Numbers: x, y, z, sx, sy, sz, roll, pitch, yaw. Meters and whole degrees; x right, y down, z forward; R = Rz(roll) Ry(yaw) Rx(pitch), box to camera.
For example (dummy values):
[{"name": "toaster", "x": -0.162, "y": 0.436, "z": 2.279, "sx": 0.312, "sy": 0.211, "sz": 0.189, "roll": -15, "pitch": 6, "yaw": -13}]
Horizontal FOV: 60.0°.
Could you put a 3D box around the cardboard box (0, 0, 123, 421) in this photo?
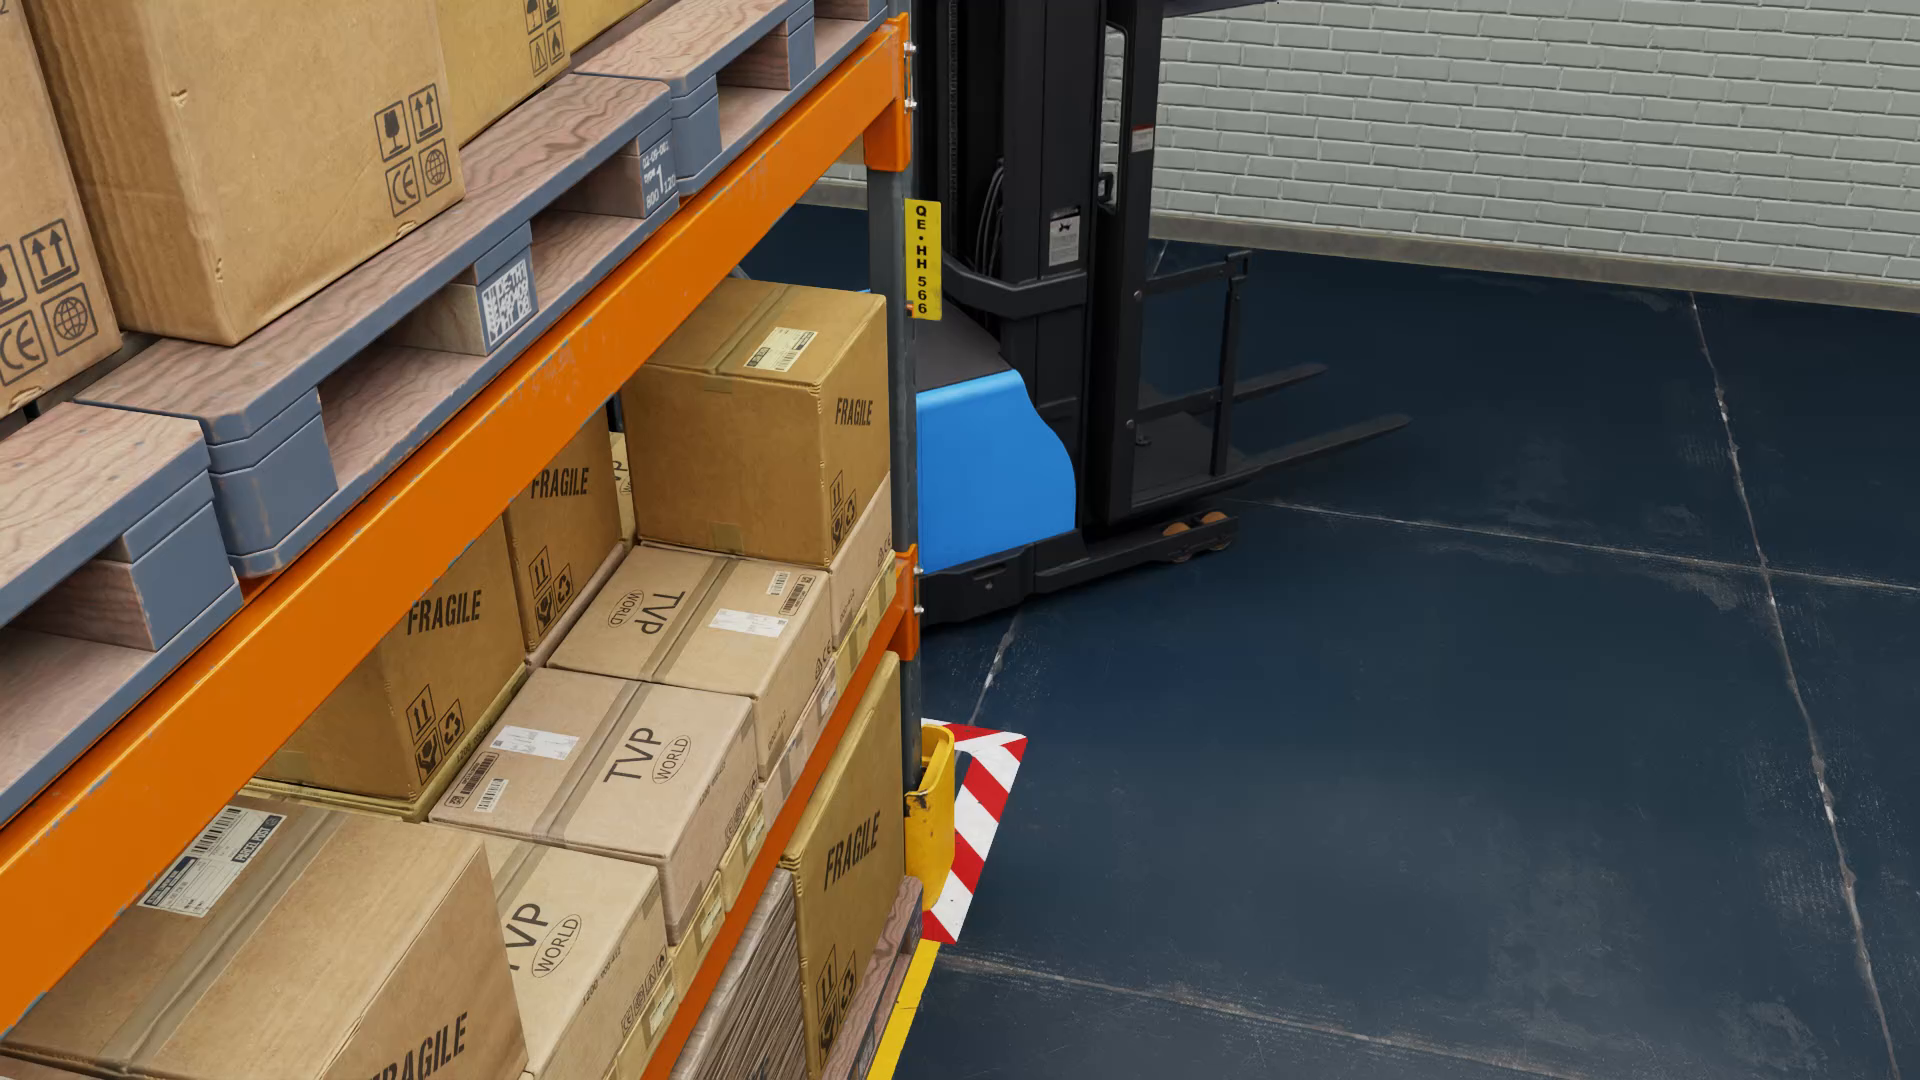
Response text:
[{"name": "cardboard box", "x": -1.352, "y": -0.357, "z": 1.642, "sx": 0.700, "sy": 0.500, "sz": 0.500, "roll": 10, "pitch": 34, "yaw": 15}]

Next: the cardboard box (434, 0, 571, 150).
[{"name": "cardboard box", "x": -1.042, "y": -0.913, "z": 2.516, "sx": 0.700, "sy": 0.500, "sz": 0.500, "roll": 6, "pitch": 33, "yaw": 9}]

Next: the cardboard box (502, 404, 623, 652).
[{"name": "cardboard box", "x": -1.128, "y": -0.120, "z": 3.806, "sx": 0.500, "sy": 0.500, "sz": 0.500, "roll": 7, "pitch": 33, "yaw": 11}]

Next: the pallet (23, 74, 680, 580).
[{"name": "pallet", "x": -1.104, "y": -0.420, "z": 2.401, "sx": 1.003, "sy": 0.211, "sz": 1.213, "roll": 8, "pitch": 33, "yaw": 12}]

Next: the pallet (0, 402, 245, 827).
[{"name": "pallet", "x": -1.416, "y": 0.211, "z": 1.408, "sx": 1.003, "sy": 0.211, "sz": 1.213, "roll": 8, "pitch": 33, "yaw": 12}]

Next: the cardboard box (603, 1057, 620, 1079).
[{"name": "cardboard box", "x": -0.843, "y": 1.052, "z": 3.034, "sx": 0.380, "sy": 0.149, "sz": 0.250, "roll": 7, "pitch": 33, "yaw": 11}]

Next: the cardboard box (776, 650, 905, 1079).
[{"name": "cardboard box", "x": -0.704, "y": 0.850, "z": 4.707, "sx": 0.875, "sy": 0.875, "sz": 0.875, "roll": 8, "pitch": 33, "yaw": 12}]

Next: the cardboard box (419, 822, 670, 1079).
[{"name": "cardboard box", "x": -0.871, "y": 0.811, "z": 3.041, "sx": 0.500, "sy": 0.250, "sz": 0.500, "roll": 8, "pitch": 33, "yaw": 12}]

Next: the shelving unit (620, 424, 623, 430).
[{"name": "shelving unit", "x": -0.926, "y": -0.264, "z": 6.258, "sx": 0.587, "sy": 1.500, "sz": 1.083, "roll": -19, "pitch": 37, "yaw": -25}]

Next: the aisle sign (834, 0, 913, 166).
[{"name": "aisle sign", "x": -0.310, "y": -1.306, "z": 4.086, "sx": 0.394, "sy": 0.787, "sz": 0.004, "roll": 8, "pitch": 33, "yaw": 12}]

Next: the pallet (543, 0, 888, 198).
[{"name": "pallet", "x": -0.797, "y": -1.055, "z": 3.400, "sx": 1.003, "sy": 0.211, "sz": 1.213, "roll": 8, "pitch": 33, "yaw": 12}]

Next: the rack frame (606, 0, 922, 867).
[{"name": "rack frame", "x": -0.619, "y": -0.213, "z": 4.789, "sx": 1.000, "sy": 3.000, "sz": 0.127, "roll": 8, "pitch": 33, "yaw": 12}]

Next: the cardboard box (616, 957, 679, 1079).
[{"name": "cardboard box", "x": -0.779, "y": 0.916, "z": 3.247, "sx": 0.380, "sy": 0.149, "sz": 0.250, "roll": 9, "pitch": 33, "yaw": 13}]

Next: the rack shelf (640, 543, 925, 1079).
[{"name": "rack shelf", "x": -1.126, "y": 1.129, "z": 3.349, "sx": 1.077, "sy": 0.370, "sz": 4.000, "roll": 8, "pitch": 33, "yaw": 12}]

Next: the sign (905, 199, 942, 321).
[{"name": "sign", "x": -0.097, "y": -0.720, "z": 4.287, "sx": 0.100, "sy": 0.325, "sz": 0.005, "roll": 8, "pitch": 33, "yaw": 12}]

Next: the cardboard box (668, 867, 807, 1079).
[{"name": "cardboard box", "x": -0.935, "y": 1.322, "z": 3.964, "sx": 0.875, "sy": 0.875, "sz": 0.875, "roll": 8, "pitch": 33, "yaw": 12}]

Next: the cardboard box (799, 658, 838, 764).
[{"name": "cardboard box", "x": -0.520, "y": 0.389, "z": 4.077, "sx": 0.380, "sy": 0.149, "sz": 0.250, "roll": 8, "pitch": 33, "yaw": 12}]

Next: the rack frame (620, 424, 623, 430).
[{"name": "rack frame", "x": -1.184, "y": -0.493, "z": 6.619, "sx": 0.500, "sy": 1.500, "sz": 0.032, "roll": -19, "pitch": 37, "yaw": -25}]

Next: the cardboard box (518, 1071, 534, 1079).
[{"name": "cardboard box", "x": -1.004, "y": 1.066, "z": 2.640, "sx": 0.500, "sy": 0.250, "sz": 0.500, "roll": 9, "pitch": 33, "yaw": 14}]

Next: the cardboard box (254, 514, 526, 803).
[{"name": "cardboard box", "x": -1.254, "y": 0.150, "z": 3.382, "sx": 0.500, "sy": 0.500, "sz": 0.500, "roll": 7, "pitch": 33, "yaw": 11}]

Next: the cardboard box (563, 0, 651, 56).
[{"name": "cardboard box", "x": -0.958, "y": -1.188, "z": 2.948, "sx": 0.700, "sy": 0.500, "sz": 0.500, "roll": 7, "pitch": 33, "yaw": 11}]

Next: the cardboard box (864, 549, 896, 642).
[{"name": "cardboard box", "x": -0.390, "y": 0.123, "z": 4.495, "sx": 0.380, "sy": 0.149, "sz": 0.250, "roll": 9, "pitch": 33, "yaw": 13}]

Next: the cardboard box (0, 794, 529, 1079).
[{"name": "cardboard box", "x": -1.005, "y": 0.745, "z": 2.445, "sx": 0.500, "sy": 0.500, "sz": 0.500, "roll": 7, "pitch": 33, "yaw": 11}]

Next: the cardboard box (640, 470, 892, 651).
[{"name": "cardboard box", "x": -0.485, "y": 0.013, "z": 4.297, "sx": 0.500, "sy": 0.250, "sz": 0.500, "roll": 7, "pitch": 33, "yaw": 12}]

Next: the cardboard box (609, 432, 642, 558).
[{"name": "cardboard box", "x": -1.002, "y": -0.063, "z": 4.415, "sx": 0.500, "sy": 0.250, "sz": 0.500, "roll": 7, "pitch": 33, "yaw": 11}]

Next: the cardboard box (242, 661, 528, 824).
[{"name": "cardboard box", "x": -1.258, "y": 0.468, "z": 3.580, "sx": 0.500, "sy": 0.250, "sz": 0.500, "roll": 7, "pitch": 33, "yaw": 11}]

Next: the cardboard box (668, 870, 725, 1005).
[{"name": "cardboard box", "x": -0.714, "y": 0.788, "z": 3.449, "sx": 0.380, "sy": 0.149, "sz": 0.250, "roll": 8, "pitch": 33, "yaw": 13}]

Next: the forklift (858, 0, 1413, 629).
[{"name": "forklift", "x": 0.617, "y": -1.373, "z": 6.678, "sx": 3.031, "sy": 2.935, "sz": 1.130, "roll": -16, "pitch": 36, "yaw": -24}]

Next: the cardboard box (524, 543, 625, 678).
[{"name": "cardboard box", "x": -1.127, "y": 0.208, "z": 3.989, "sx": 0.500, "sy": 0.250, "sz": 0.500, "roll": 8, "pitch": 33, "yaw": 12}]

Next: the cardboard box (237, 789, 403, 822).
[{"name": "cardboard box", "x": -1.385, "y": 0.740, "z": 3.153, "sx": 0.500, "sy": 0.250, "sz": 0.500, "roll": 7, "pitch": 33, "yaw": 11}]

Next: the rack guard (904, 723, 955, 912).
[{"name": "rack guard", "x": -0.613, "y": 0.830, "z": 5.479, "sx": 1.175, "sy": 0.500, "sz": 0.348, "roll": 8, "pitch": 33, "yaw": 12}]

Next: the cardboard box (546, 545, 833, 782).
[{"name": "cardboard box", "x": -0.614, "y": 0.276, "z": 3.883, "sx": 0.500, "sy": 0.250, "sz": 0.500, "roll": 7, "pitch": 33, "yaw": 12}]

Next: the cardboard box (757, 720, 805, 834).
[{"name": "cardboard box", "x": -0.584, "y": 0.518, "z": 3.873, "sx": 0.380, "sy": 0.149, "sz": 0.250, "roll": 9, "pitch": 33, "yaw": 13}]

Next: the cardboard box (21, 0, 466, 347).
[{"name": "cardboard box", "x": -1.082, "y": -0.609, "z": 2.039, "sx": 0.700, "sy": 0.500, "sz": 0.500, "roll": 9, "pitch": 34, "yaw": 14}]

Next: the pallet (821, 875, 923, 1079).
[{"name": "pallet", "x": -0.746, "y": 1.390, "z": 4.867, "sx": 1.003, "sy": 0.211, "sz": 1.213, "roll": 8, "pitch": 33, "yaw": 12}]

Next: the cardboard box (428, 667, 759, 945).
[{"name": "cardboard box", "x": -0.743, "y": 0.540, "z": 3.467, "sx": 0.500, "sy": 0.250, "sz": 0.500, "roll": 7, "pitch": 33, "yaw": 11}]

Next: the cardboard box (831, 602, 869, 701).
[{"name": "cardboard box", "x": -0.455, "y": 0.258, "z": 4.282, "sx": 0.380, "sy": 0.149, "sz": 0.250, "roll": 8, "pitch": 33, "yaw": 13}]

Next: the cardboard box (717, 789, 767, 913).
[{"name": "cardboard box", "x": -0.648, "y": 0.653, "z": 3.661, "sx": 0.380, "sy": 0.149, "sz": 0.250, "roll": 7, "pitch": 33, "yaw": 11}]

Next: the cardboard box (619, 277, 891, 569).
[{"name": "cardboard box", "x": -0.488, "y": -0.303, "z": 4.094, "sx": 0.500, "sy": 0.500, "sz": 0.500, "roll": 8, "pitch": 33, "yaw": 13}]

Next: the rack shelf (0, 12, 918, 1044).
[{"name": "rack shelf", "x": -1.126, "y": -0.137, "z": 2.544, "sx": 1.077, "sy": 0.370, "sz": 4.000, "roll": 8, "pitch": 33, "yaw": 12}]
